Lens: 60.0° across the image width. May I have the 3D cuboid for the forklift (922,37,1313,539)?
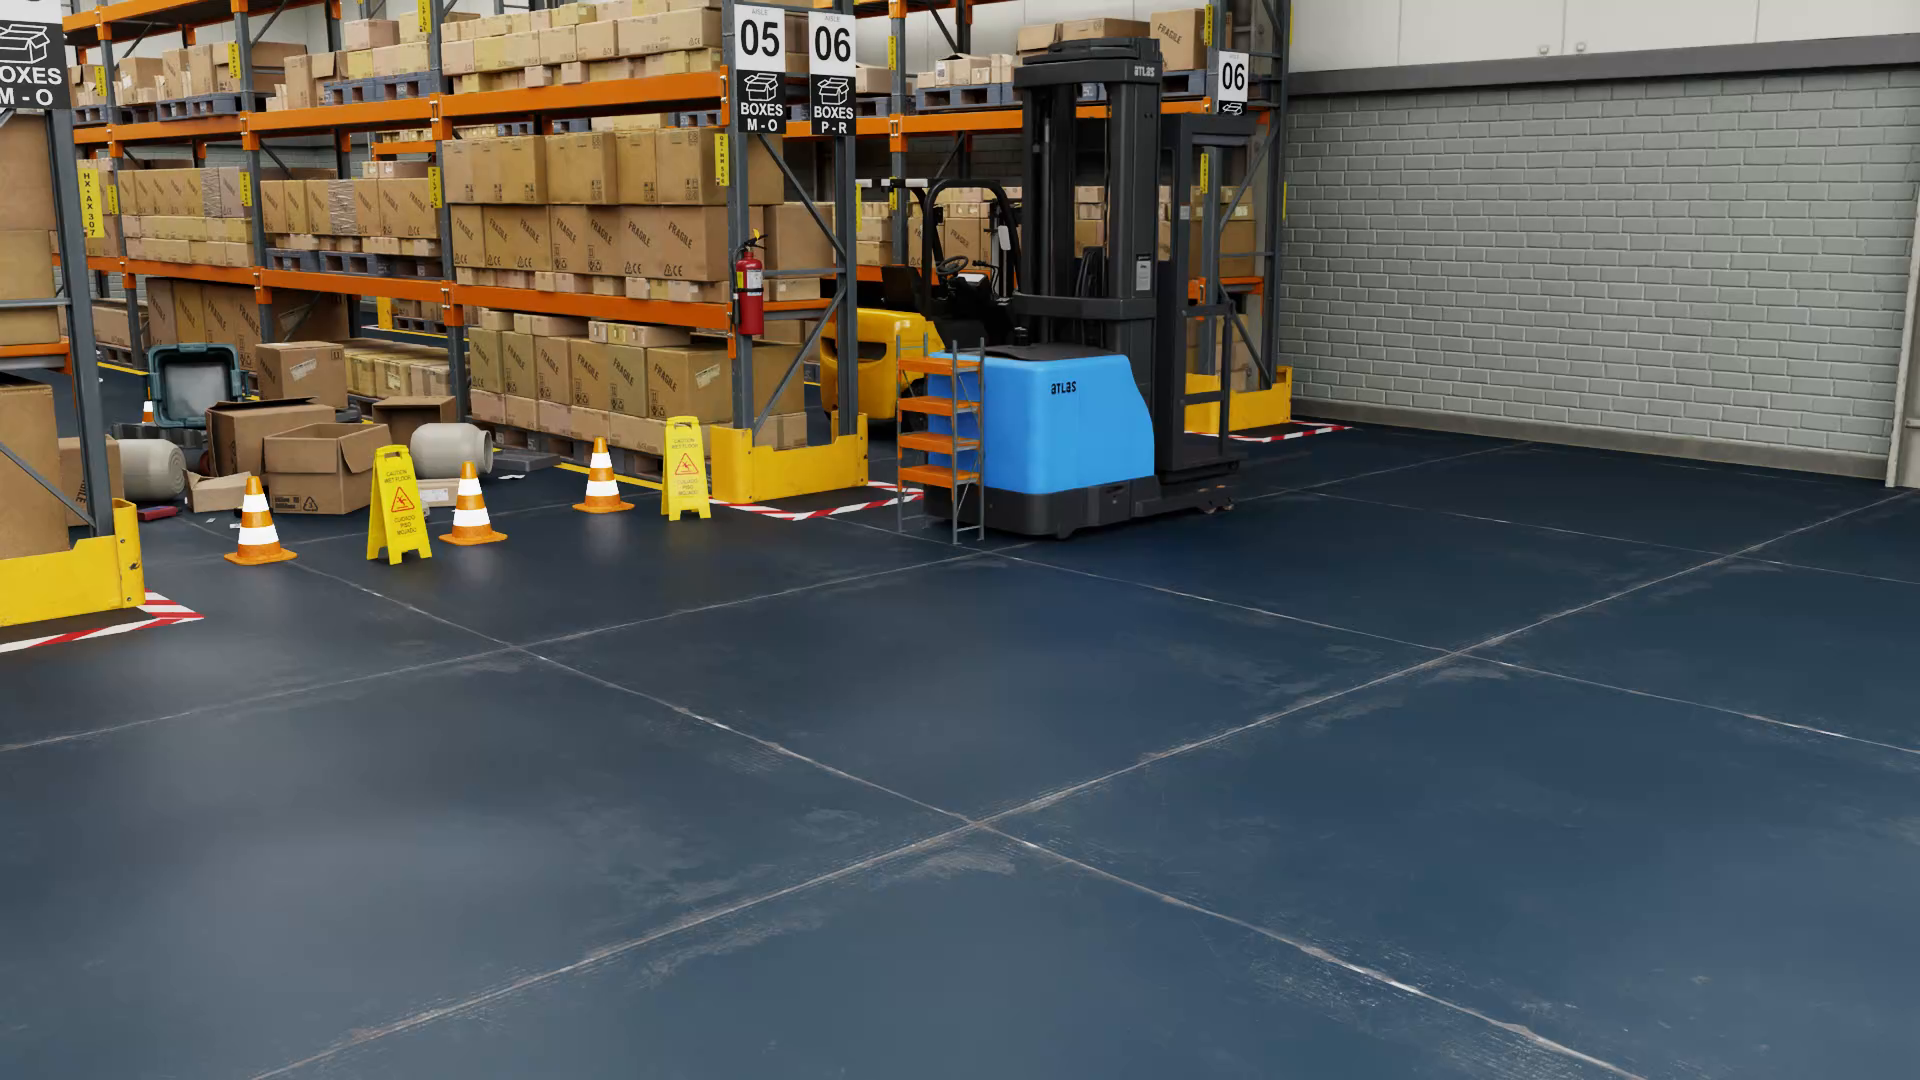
[{"bbox_3d":[1.180,-1.670,10.755,3.031,2.935,1.130,-11,16,-42],"label":"forklift"}]

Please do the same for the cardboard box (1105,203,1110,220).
[{"bbox_3d":[1.534,-2.987,15.118,0.380,0.149,0.250,-11,16,-43],"label":"cardboard box"}]

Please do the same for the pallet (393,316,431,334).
[{"bbox_3d":[-8.841,-1.349,15.935,15.839,0.211,14.238,-11,16,-43],"label":"pallet"}]

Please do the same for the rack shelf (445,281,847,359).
[{"bbox_3d":[-2.497,-1.738,12.698,1.077,0.370,4.000,-11,16,-43],"label":"rack shelf"}]

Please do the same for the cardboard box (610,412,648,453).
[{"bbox_3d":[-2.220,-0.815,12.207,0.500,0.250,0.500,-11,16,-42],"label":"cardboard box"}]

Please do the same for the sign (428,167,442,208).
[{"bbox_3d":[-4.277,-2.872,13.547,0.100,0.325,0.005,-11,16,-43],"label":"sign"}]

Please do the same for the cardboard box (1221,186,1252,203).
[{"bbox_3d":[2.395,-3.082,14.845,0.380,0.149,0.250,-11,16,-44],"label":"cardboard box"}]

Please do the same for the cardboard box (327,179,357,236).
[{"bbox_3d":[-5.420,-3.043,15.222,0.500,0.500,0.500,11,16,43],"label":"cardboard box"}]

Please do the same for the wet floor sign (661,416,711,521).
[{"bbox_3d":[-1.758,-0.469,10.588,0.267,0.644,0.232,-5,13,-23],"label":"wet floor sign"}]

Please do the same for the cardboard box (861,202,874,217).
[{"bbox_3d":[-0.878,-3.495,17.589,0.380,0.149,0.250,-11,16,-43],"label":"cardboard box"}]

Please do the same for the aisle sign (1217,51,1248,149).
[{"bbox_3d":[2.305,-3.714,14.061,0.394,0.787,0.004,-11,16,-43],"label":"aisle sign"}]

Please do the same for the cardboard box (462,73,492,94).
[{"bbox_3d":[-3.701,-3.603,13.153,0.380,0.149,0.250,-11,16,-42],"label":"cardboard box"}]

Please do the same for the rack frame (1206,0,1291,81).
[{"bbox_3d":[2.472,-5.429,13.963,1.000,3.000,0.127,-11,16,-43],"label":"rack frame"}]

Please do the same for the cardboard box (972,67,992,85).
[{"bbox_3d":[0.331,-4.456,16.004,0.380,0.149,0.250,-10,15,-41],"label":"cardboard box"}]

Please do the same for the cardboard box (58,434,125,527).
[{"bbox_3d":[-5.574,-0.371,10.469,0.500,0.500,0.500,-8,14,-33],"label":"cardboard box"}]

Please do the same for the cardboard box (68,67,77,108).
[{"bbox_3d":[-10.881,-5.591,20.648,0.500,0.500,0.500,-11,16,-42],"label":"cardboard box"}]

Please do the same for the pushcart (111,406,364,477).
[{"bbox_3d":[-5.492,-0.773,12.729,0.936,0.377,1.648,6,13,26],"label":"pushcart"}]

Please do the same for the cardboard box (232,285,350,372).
[{"bbox_3d":[-7.057,-2.244,17.593,0.875,0.875,0.875,-11,16,-43],"label":"cardboard box"}]

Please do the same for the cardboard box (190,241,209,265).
[{"bbox_3d":[-7.877,-3.079,17.792,0.500,0.250,0.500,-11,16,-43],"label":"cardboard box"}]

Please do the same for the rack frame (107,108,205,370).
[{"bbox_3d":[-9.402,-3.550,19.709,1.000,3.000,0.127,-11,16,-43],"label":"rack frame"}]

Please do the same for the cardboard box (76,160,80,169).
[{"bbox_3d":[-10.682,-4.602,20.484,0.380,0.149,0.250,-11,16,-44],"label":"cardboard box"}]

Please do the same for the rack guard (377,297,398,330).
[{"bbox_3d":[-8.525,-3.591,26.101,1.175,0.500,0.348,-11,16,-43],"label":"rack guard"}]

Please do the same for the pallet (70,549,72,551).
[{"bbox_3d":[-5.234,0.166,8.584,1.003,0.211,1.213,-11,16,-43],"label":"pallet"}]

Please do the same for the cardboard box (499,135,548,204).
[{"bbox_3d":[-3.067,-2.818,12.692,0.700,0.500,0.500,-11,16,-44],"label":"cardboard box"}]

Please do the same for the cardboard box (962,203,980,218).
[{"bbox_3d":[0.236,-3.240,16.350,0.380,0.149,0.250,-10,16,-41],"label":"cardboard box"}]

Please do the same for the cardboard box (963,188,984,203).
[{"bbox_3d":[0.247,-3.386,16.319,0.380,0.149,0.250,-10,16,-41],"label":"cardboard box"}]

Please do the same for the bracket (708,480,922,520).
[{"bbox_3d":[-0.936,-0.294,11.340,1.378,0.001,1.079,-11,16,-43],"label":"bracket"}]

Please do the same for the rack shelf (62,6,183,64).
[{"bbox_3d":[-10.783,-6.232,20.633,1.077,0.370,4.000,-11,16,-43],"label":"rack shelf"}]

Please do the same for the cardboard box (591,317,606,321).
[{"bbox_3d":[-4.574,-2.895,21.685,0.500,0.500,0.500,11,16,43],"label":"cardboard box"}]

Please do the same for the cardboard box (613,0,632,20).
[{"bbox_3d":[-2.204,-3.702,11.660,0.380,0.149,0.250,-11,16,-43],"label":"cardboard box"}]

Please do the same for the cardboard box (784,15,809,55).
[{"bbox_3d":[-1.270,-3.451,11.427,0.500,0.250,0.500,-11,16,-44],"label":"cardboard box"}]

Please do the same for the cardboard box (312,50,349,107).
[{"bbox_3d":[-5.566,-4.267,15.501,0.797,0.503,0.637,-11,16,-43],"label":"cardboard box"}]

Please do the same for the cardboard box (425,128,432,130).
[{"bbox_3d":[-7.384,-6.045,24.018,0.500,0.250,0.500,-11,16,-43],"label":"cardboard box"}]

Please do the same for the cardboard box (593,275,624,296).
[{"bbox_3d":[-2.462,-1.877,12.213,0.380,0.149,0.250,-11,16,-43],"label":"cardboard box"}]

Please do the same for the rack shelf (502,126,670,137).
[{"bbox_3d":[-4.434,-5.067,21.422,1.077,0.370,4.000,-11,16,-43],"label":"rack shelf"}]

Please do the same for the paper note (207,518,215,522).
[{"bbox_3d":[-4.725,-0.124,10.490,0.032,0.001,0.123,-3,12,-13],"label":"paper note"}]

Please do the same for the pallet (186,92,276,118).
[{"bbox_3d":[-7.123,-4.429,17.012,1.213,0.211,1.003,-10,15,-40],"label":"pallet"}]

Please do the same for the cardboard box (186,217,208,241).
[{"bbox_3d":[-7.883,-3.319,17.721,0.500,0.250,0.500,11,16,44],"label":"cardboard box"}]

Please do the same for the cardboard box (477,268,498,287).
[{"bbox_3d":[-3.680,-2.139,13.483,0.380,0.149,0.250,-10,15,-41],"label":"cardboard box"}]

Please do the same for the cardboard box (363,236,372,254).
[{"bbox_3d":[-5.127,-2.653,14.935,0.380,0.149,0.250,-11,16,-43],"label":"cardboard box"}]

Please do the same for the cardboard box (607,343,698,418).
[{"bbox_3d":[-2.220,-1.181,12.126,0.500,0.500,0.500,-10,15,-40],"label":"cardboard box"}]

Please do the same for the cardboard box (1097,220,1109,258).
[{"bbox_3d":[1.591,-2.652,15.103,0.500,0.500,0.500,-10,15,-41],"label":"cardboard box"}]

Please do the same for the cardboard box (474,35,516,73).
[{"bbox_3d":[-3.409,-3.748,12.869,0.500,0.250,0.500,-11,16,-43],"label":"cardboard box"}]

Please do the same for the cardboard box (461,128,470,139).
[{"bbox_3d":[-6.789,-5.713,23.395,0.380,0.149,0.250,-11,16,-43],"label":"cardboard box"}]

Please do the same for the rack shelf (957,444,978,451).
[{"bbox_3d":[-0.119,-0.573,9.911,0.199,0.029,0.442,-11,16,-42],"label":"rack shelf"}]

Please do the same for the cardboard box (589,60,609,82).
[{"bbox_3d":[-2.428,-3.349,11.921,0.250,0.149,0.380,11,16,44],"label":"cardboard box"}]

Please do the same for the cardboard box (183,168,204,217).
[{"bbox_3d":[-7.885,-3.691,17.668,0.500,0.500,0.500,-11,16,-43],"label":"cardboard box"}]

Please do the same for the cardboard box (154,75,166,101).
[{"bbox_3d":[-8.394,-4.844,17.846,0.396,0.266,0.258,-9,15,-38],"label":"cardboard box"}]

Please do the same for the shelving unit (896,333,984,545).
[{"bbox_3d":[-0.119,-0.611,9.904,0.258,1.200,0.503,-11,16,-42],"label":"shelving unit"}]

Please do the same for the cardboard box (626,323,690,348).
[{"bbox_3d":[-2.159,-1.467,11.908,0.380,0.149,0.250,-10,15,-41],"label":"cardboard box"}]

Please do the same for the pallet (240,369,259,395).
[{"bbox_3d":[-7.130,-1.726,17.766,1.003,0.211,1.213,-11,16,-43],"label":"pallet"}]

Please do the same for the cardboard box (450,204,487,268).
[{"bbox_3d":[-3.775,-2.474,13.502,0.500,0.500,0.500,-11,16,-43],"label":"cardboard box"}]

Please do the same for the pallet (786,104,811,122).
[{"bbox_3d":[-1.745,-4.786,18.741,1.003,0.211,1.213,-10,15,-40],"label":"pallet"}]

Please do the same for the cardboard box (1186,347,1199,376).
[{"bbox_3d":[1.910,-1.622,14.886,0.500,0.250,0.500,-11,16,-43],"label":"cardboard box"}]
